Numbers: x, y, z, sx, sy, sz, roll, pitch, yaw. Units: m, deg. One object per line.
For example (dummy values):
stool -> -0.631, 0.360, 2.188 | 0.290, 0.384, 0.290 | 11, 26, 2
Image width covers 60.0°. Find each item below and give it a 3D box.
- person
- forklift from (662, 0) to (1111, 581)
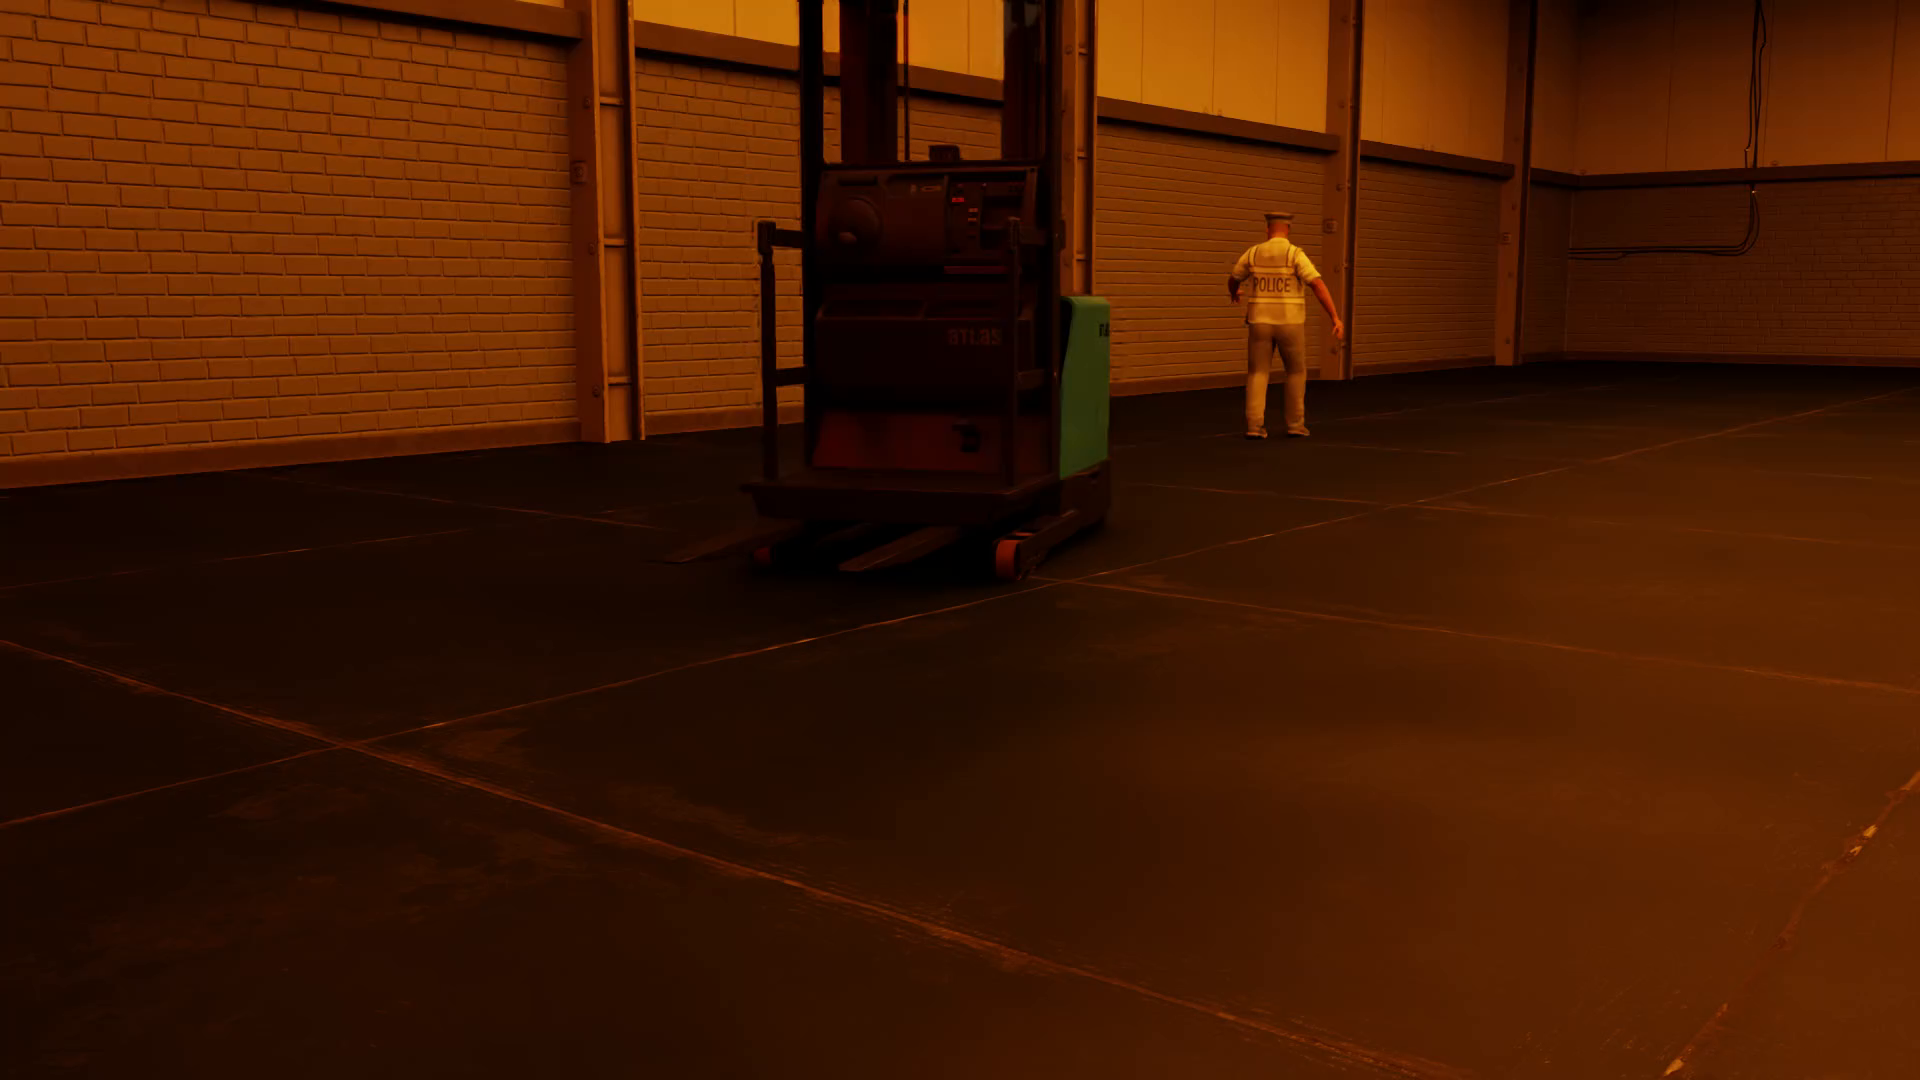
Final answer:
person -> 2.485, -1.638, 12.750 | 0.990, 1.728, 0.732 | 4, 9, 25
forklift -> -0.201, -1.356, 6.546 | 1.130, 2.935, 3.031 | 3, 9, 17
